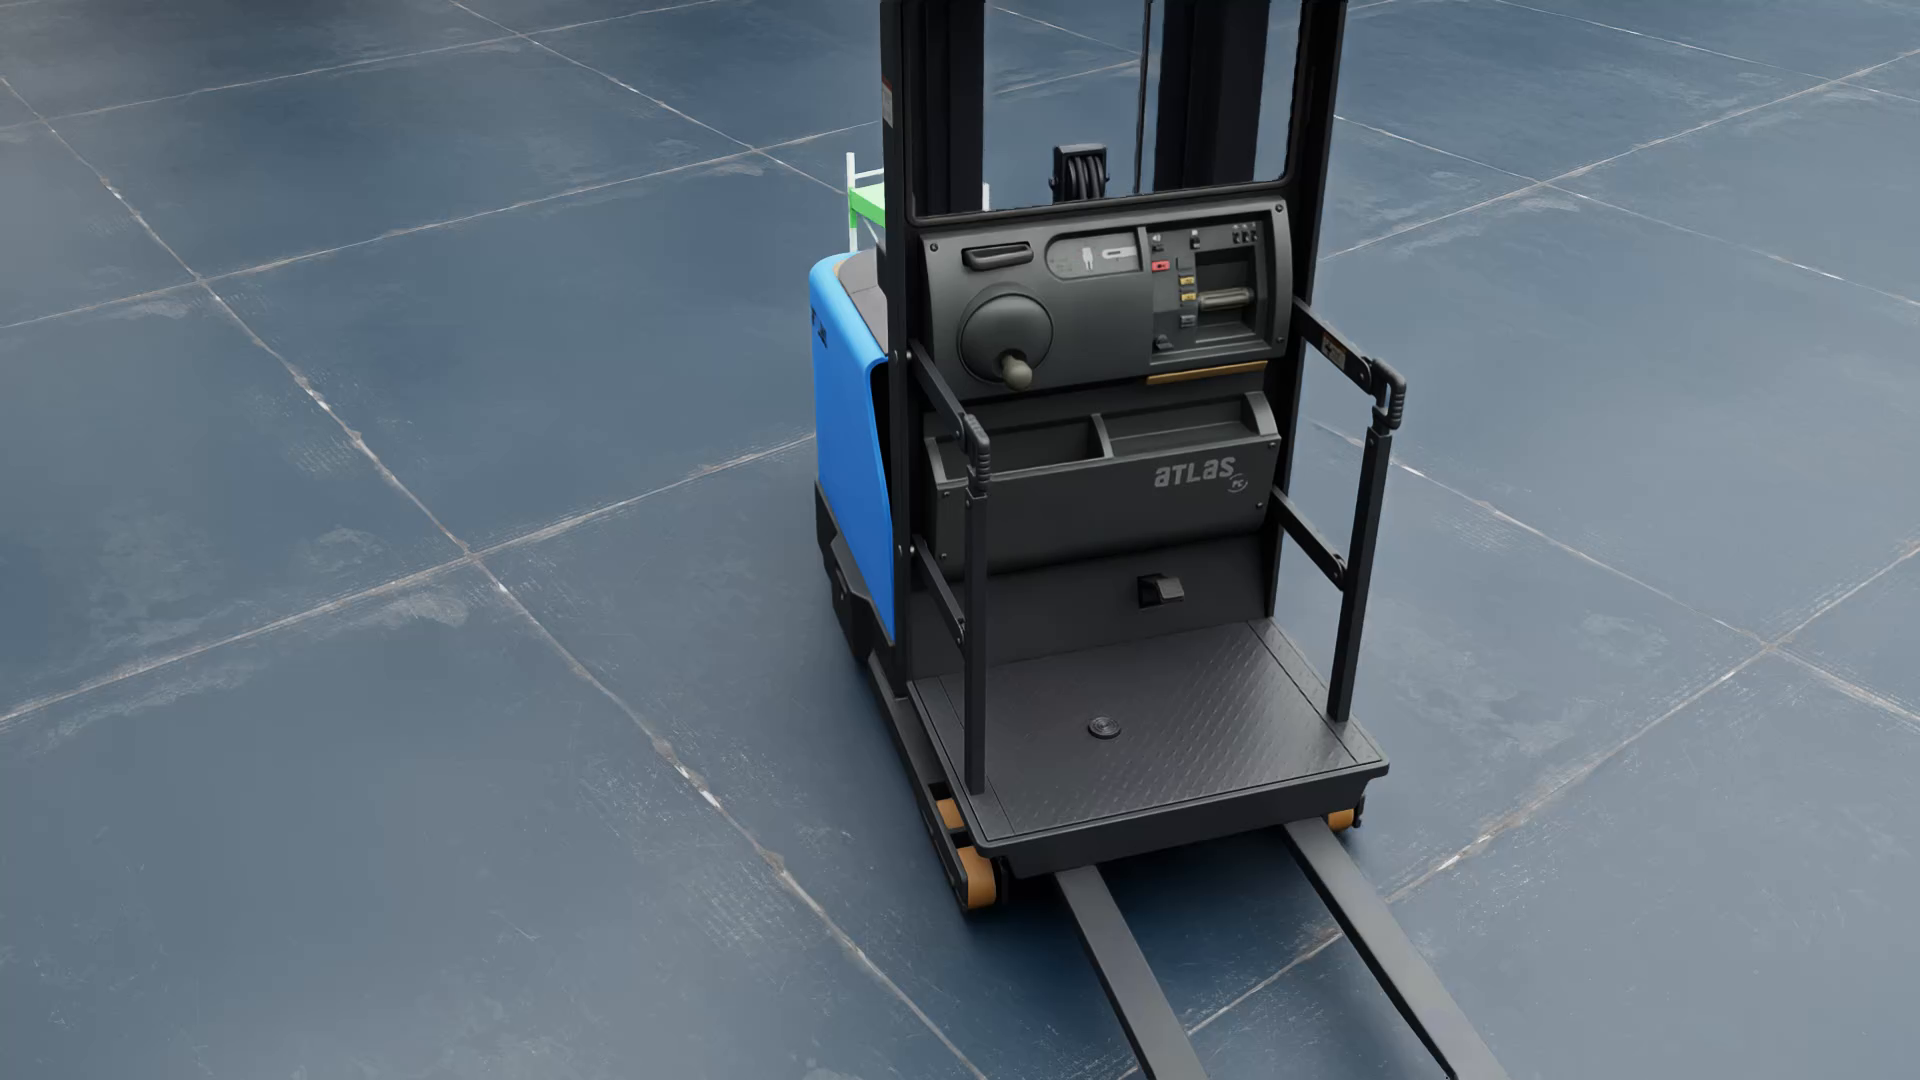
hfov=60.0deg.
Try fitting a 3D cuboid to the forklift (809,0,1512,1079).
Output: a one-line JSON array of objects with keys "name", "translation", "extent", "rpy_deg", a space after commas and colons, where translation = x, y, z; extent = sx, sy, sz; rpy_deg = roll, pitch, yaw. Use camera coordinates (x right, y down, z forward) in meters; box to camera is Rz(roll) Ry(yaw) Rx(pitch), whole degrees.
[{"name": "forklift", "translation": [0.431, -0.539, 3.840], "extent": [1.130, 2.935, 3.031], "rpy_deg": [-9, 33, -14]}]

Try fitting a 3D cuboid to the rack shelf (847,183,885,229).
[{"name": "rack shelf", "translation": [-0.144, -1.057, 5.526], "extent": [0.258, 0.148, 0.480], "rpy_deg": [-18, 36, -27]}]

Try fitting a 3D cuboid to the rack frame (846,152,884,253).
[{"name": "rack frame", "translation": [-0.274, -0.812, 5.921], "extent": [0.240, 1.200, 0.015], "rpy_deg": [-18, 36, -27]}]

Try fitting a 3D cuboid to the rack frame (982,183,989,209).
[{"name": "rack frame", "translation": [-0.014, -0.595, 5.570], "extent": [0.240, 1.200, 0.015], "rpy_deg": [-18, 36, -27]}]

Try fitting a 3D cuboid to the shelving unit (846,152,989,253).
[{"name": "shelving unit", "translation": [-0.144, -0.703, 5.745], "extent": [0.258, 1.200, 0.503], "rpy_deg": [-18, 36, -27]}]
